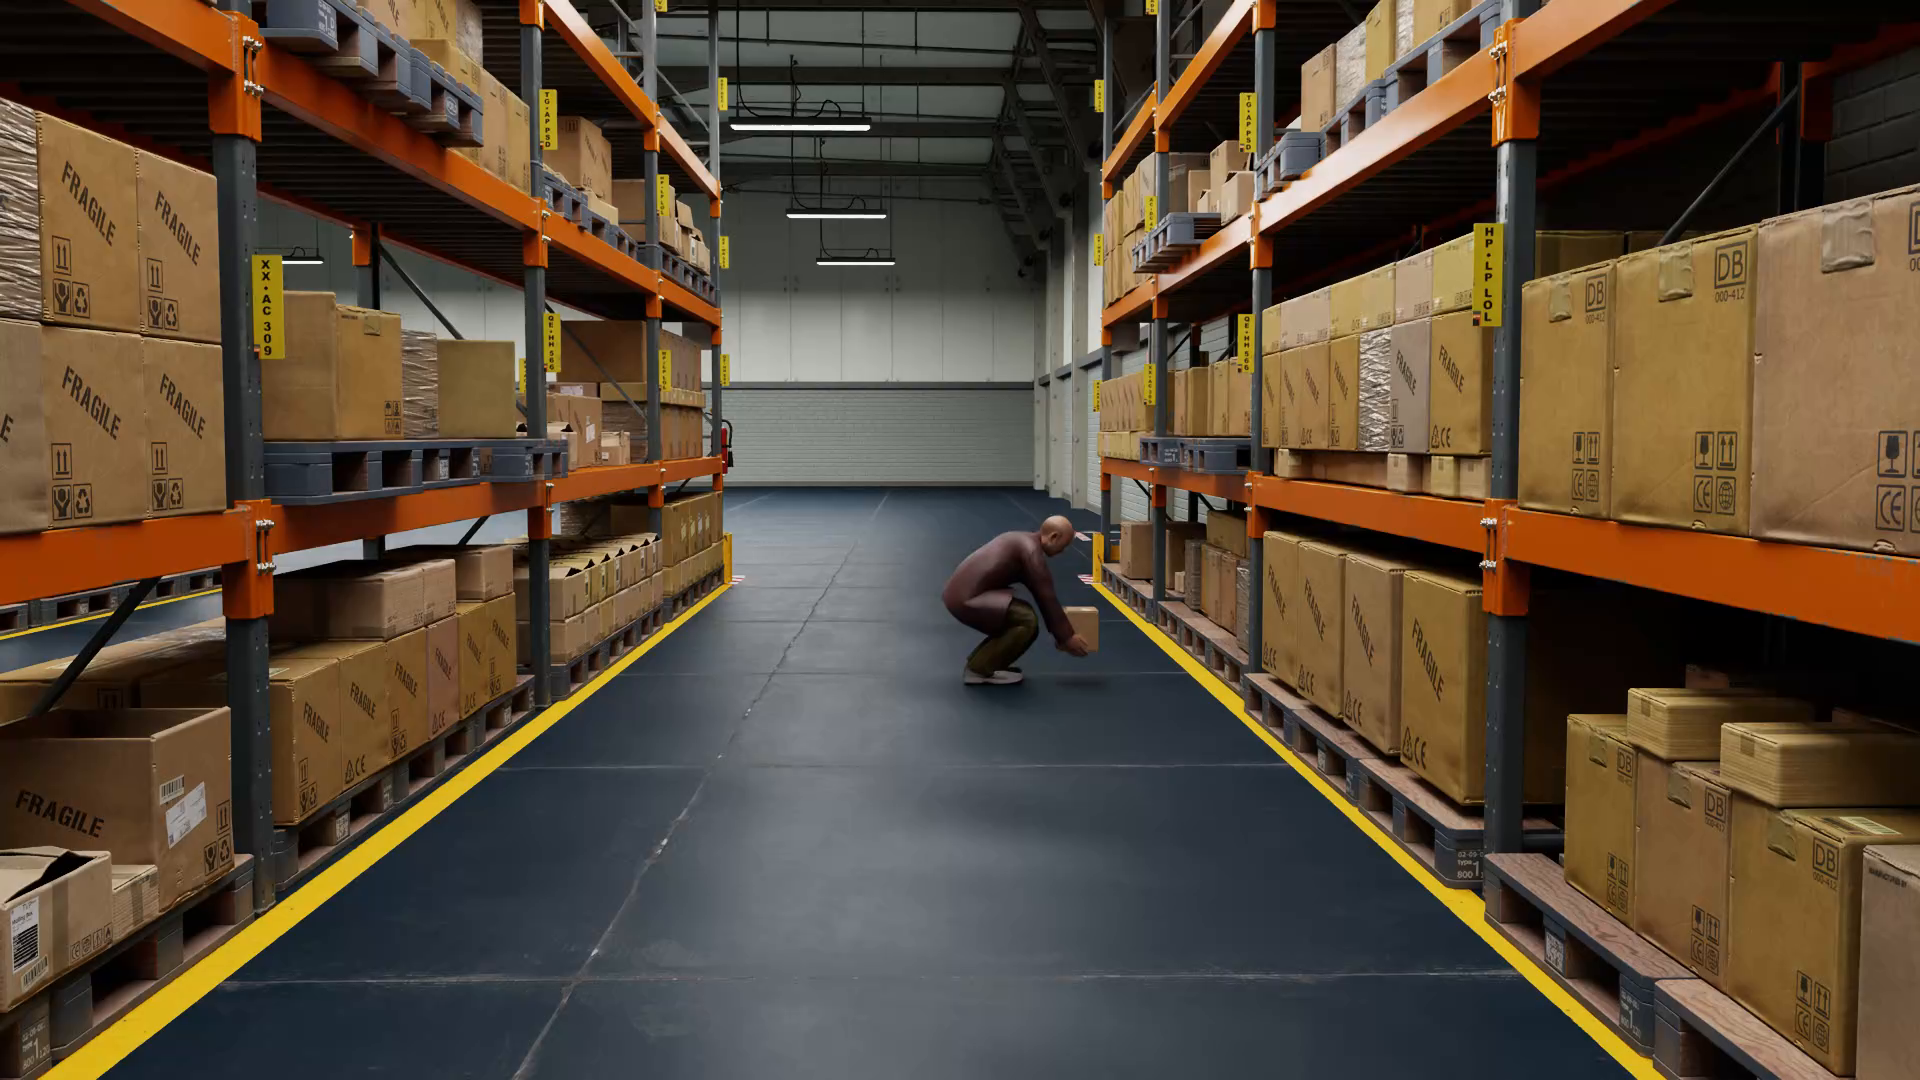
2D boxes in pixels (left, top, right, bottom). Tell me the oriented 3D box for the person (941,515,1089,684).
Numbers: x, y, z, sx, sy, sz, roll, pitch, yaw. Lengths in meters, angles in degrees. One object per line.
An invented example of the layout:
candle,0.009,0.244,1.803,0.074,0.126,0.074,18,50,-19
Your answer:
person,0.334,0.373,10.352,0.909,1.014,0.612,0,4,-2
